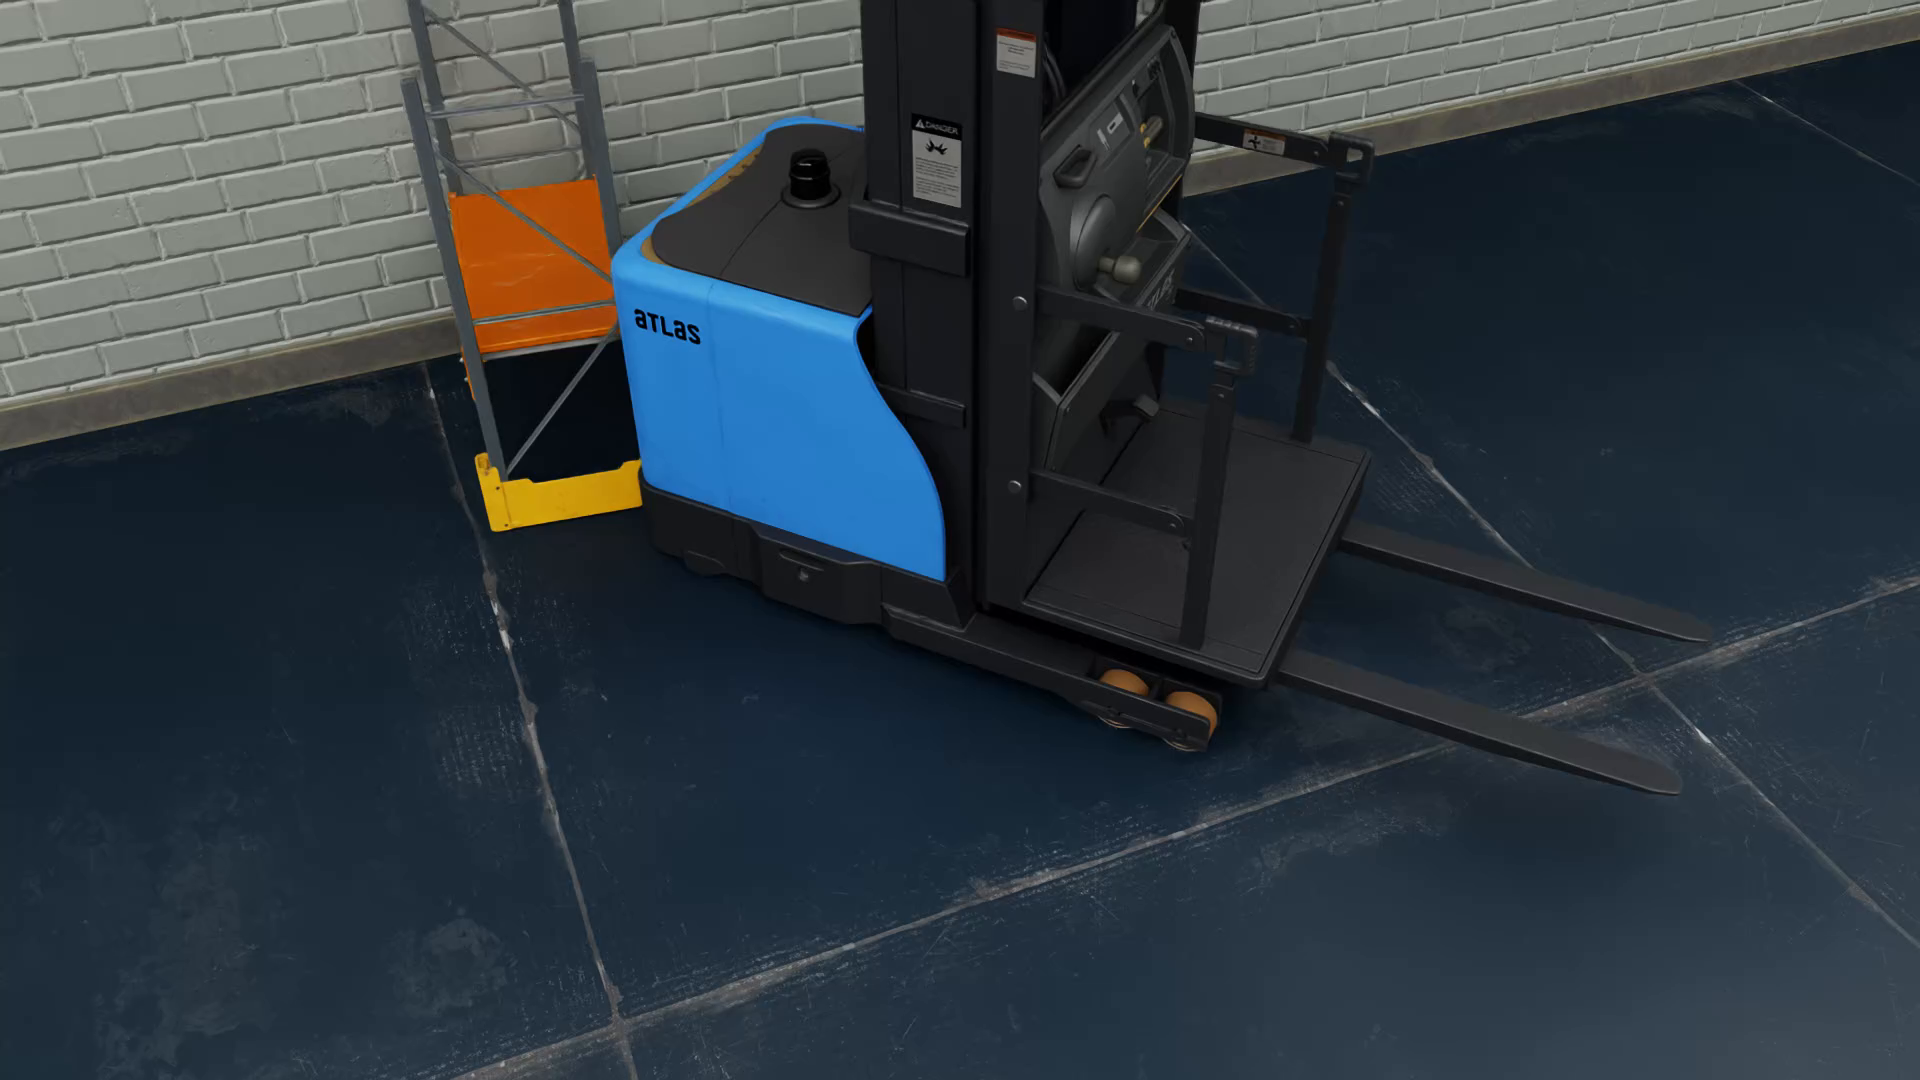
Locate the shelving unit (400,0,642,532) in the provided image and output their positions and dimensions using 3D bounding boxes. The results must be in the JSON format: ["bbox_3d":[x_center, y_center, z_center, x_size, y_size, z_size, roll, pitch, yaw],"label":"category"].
[{"bbox_3d":[-1.348,-0.983,5.232,0.587,1.500,1.083,-10,41,-12],"label":"shelving unit"}]

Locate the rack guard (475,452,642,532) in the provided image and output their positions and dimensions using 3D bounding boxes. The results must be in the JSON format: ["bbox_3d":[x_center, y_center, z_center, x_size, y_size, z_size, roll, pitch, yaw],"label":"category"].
[{"bbox_3d":[-1.211,-0.196,5.268,0.587,0.250,0.087,-10,41,-12],"label":"rack guard"}]

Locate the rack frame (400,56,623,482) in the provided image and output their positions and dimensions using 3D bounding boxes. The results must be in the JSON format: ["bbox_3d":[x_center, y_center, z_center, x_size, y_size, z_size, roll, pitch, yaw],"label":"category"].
[{"bbox_3d":[-1.209,-0.662,4.851,0.500,1.500,0.032,-10,41,-12],"label":"rack frame"}]

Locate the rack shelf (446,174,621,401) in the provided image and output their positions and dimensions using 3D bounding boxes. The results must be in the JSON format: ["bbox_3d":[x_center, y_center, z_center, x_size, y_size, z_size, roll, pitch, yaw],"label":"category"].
[{"bbox_3d":[-1.345,-0.840,5.342,0.538,0.185,1.000,-10,41,-12],"label":"rack shelf"}]

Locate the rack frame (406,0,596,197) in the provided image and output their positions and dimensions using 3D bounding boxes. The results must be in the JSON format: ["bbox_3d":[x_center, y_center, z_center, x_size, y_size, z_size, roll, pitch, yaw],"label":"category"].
[{"bbox_3d":[-1.482,-1.292,5.601,0.500,1.500,0.032,-10,41,-12],"label":"rack frame"}]

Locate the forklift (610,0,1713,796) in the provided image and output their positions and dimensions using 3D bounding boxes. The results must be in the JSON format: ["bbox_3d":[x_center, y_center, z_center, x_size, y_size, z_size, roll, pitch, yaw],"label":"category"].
[{"bbox_3d":[0.585,-0.929,4.083,3.031,2.935,1.130,17,44,19],"label":"forklift"}]
